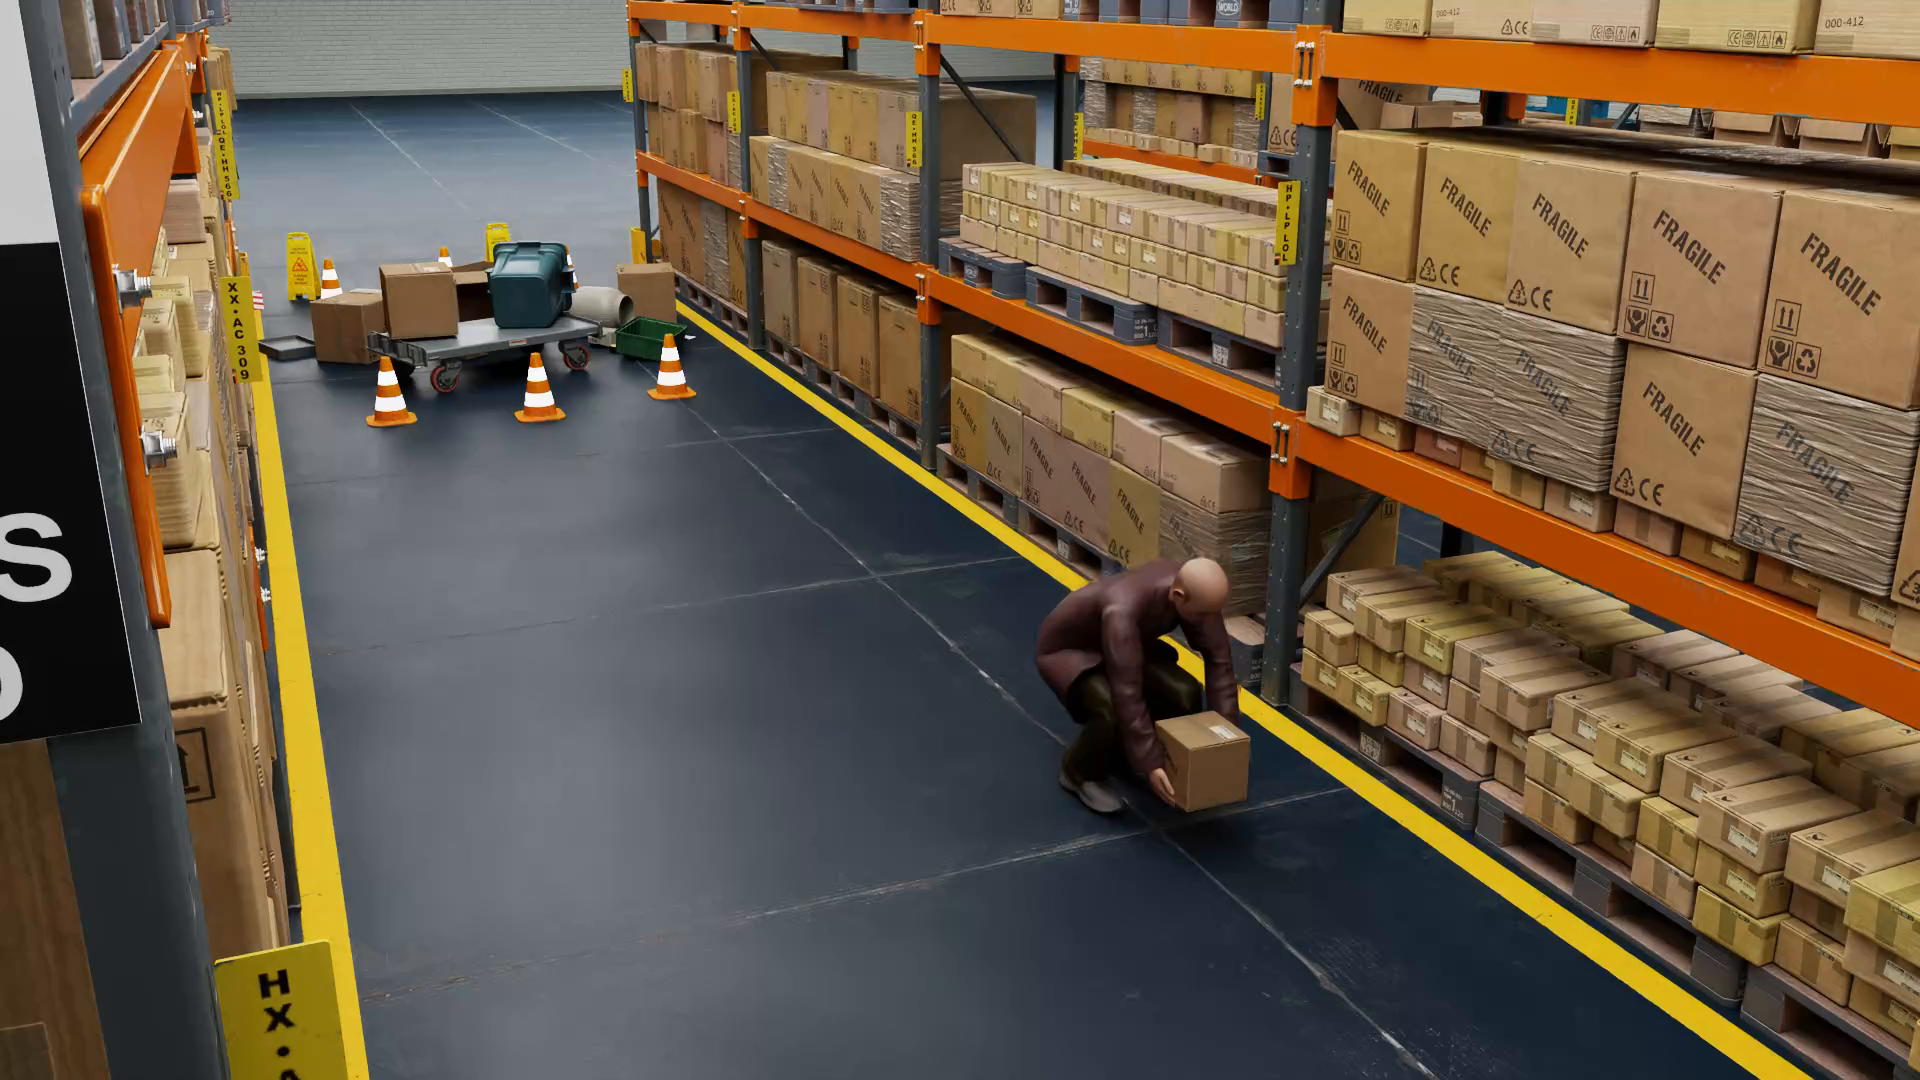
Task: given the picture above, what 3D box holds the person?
[{"bbox_3d":[0.668,0.499,6.261,0.608,1.039,0.894,-12,22,-32],"label":"person"}]
